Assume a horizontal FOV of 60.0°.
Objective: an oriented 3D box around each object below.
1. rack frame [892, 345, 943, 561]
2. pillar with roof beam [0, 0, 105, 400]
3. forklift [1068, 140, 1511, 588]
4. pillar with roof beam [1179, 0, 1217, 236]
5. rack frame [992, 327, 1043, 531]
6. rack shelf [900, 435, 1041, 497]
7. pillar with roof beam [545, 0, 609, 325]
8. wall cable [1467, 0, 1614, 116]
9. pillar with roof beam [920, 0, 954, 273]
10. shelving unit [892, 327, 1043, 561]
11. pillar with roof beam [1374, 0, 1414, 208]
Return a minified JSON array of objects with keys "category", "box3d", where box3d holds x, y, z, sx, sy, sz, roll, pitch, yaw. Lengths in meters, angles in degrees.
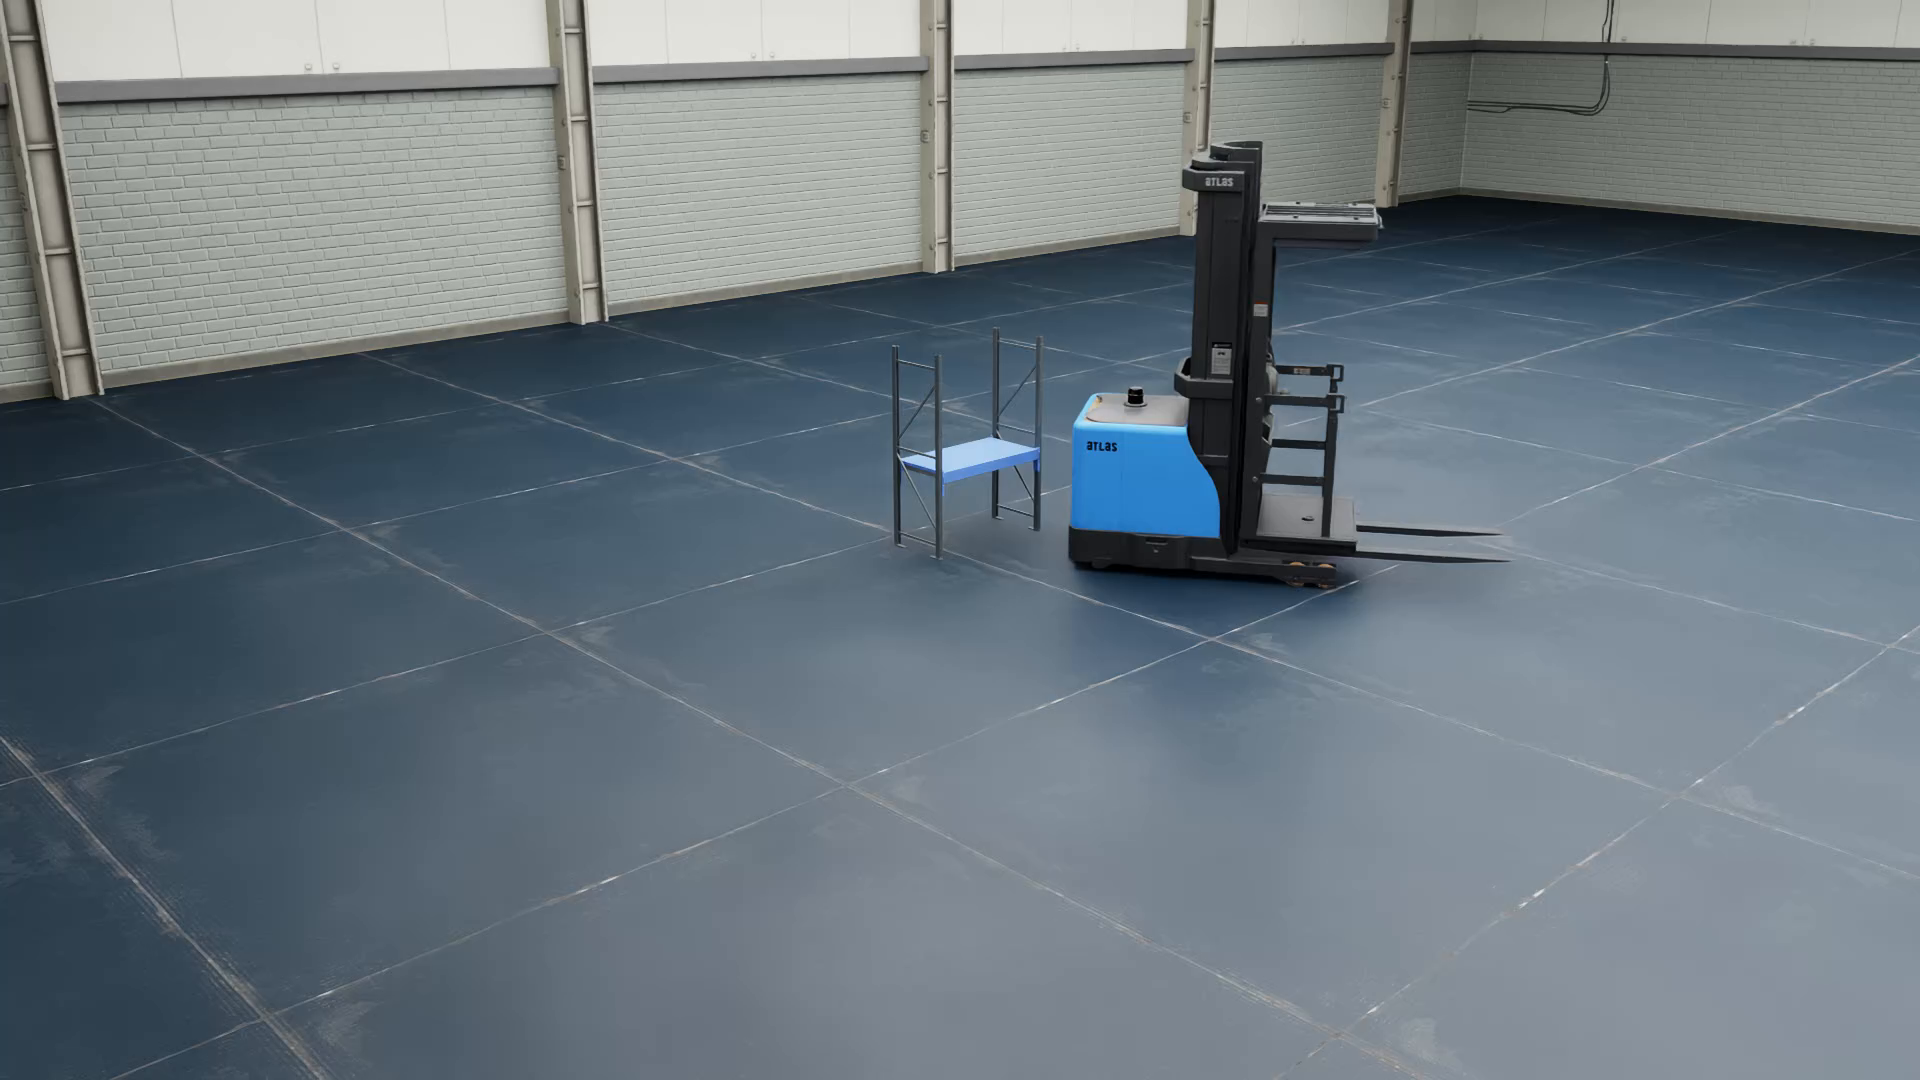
[{"category":"rack frame","box3d":[-0.307,-0.624,11.977,0.032,1.500,0.500,-16,24,-41]},{"category":"pillar with roof beam","box3d":[-6.092,-4.809,12.725,0.400,9.000,9.100,-16,24,-41]},{"category":"forklift","box3d":[2.344,-1.240,11.557,3.031,2.935,1.130,4,18,11]},{"category":"pillar with roof beam","box3d":[6.987,-8.623,24.489,0.400,9.000,9.100,-16,24,-41]},{"category":"rack frame","box3d":[0.431,-0.839,12.641,0.032,1.500,0.500,-16,24,-41]},{"category":"rack shelf","box3d":[0.062,-0.560,12.365,1.000,0.185,0.538,-16,24,-41]},{"category":"pillar with roof beam","box3d":[-1.732,-6.080,16.647,0.400,9.000,9.100,-16,24,-41]},{"category":"wall cable","box3d":[11.438,-9.710,32.877,0.112,2.526,3.097,-16,24,-41]},{"category":"pillar with roof beam","box3d":[2.627,-7.351,20.568,0.400,9.000,9.100,-16,24,-41]},{"category":"shelving unit","box3d":[0.062,-0.732,12.309,1.048,1.500,0.538,-16,24,-41]},{"category":"pillar with roof beam","box3d":[11.347,-9.894,28.411,0.400,9.000,9.100,-16,24,-41]}]
